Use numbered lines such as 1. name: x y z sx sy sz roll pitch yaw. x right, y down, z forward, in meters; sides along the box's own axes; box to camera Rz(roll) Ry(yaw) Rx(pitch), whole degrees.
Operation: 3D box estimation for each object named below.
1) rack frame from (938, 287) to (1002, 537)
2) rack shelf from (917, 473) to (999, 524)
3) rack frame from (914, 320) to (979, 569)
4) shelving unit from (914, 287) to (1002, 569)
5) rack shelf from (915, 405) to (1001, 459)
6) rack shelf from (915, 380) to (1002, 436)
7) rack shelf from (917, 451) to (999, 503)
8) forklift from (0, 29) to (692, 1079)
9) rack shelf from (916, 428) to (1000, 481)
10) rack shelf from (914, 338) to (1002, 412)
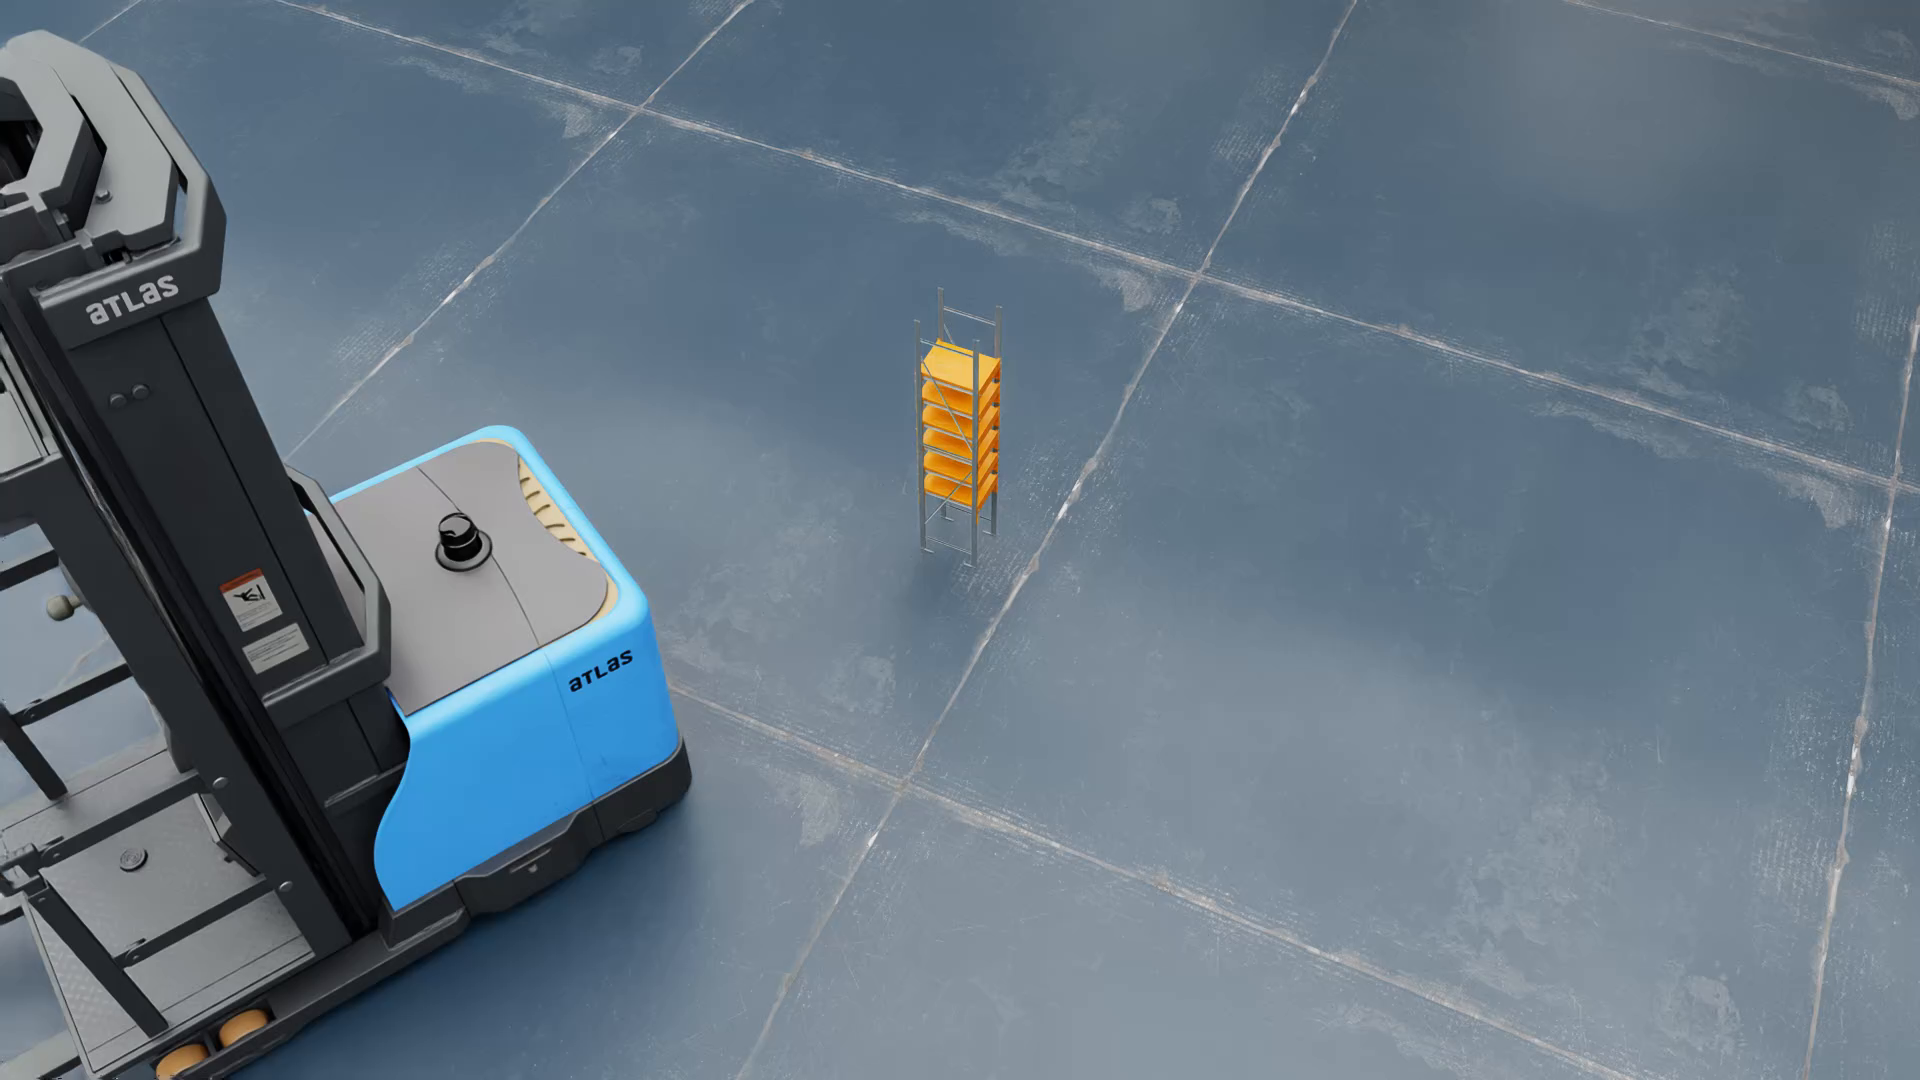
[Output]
1. rack frame: 0.033 -0.442 6.153 0.240 1.200 0.006 20 52 16
2. rack shelf: -0.006 -0.195 6.316 0.258 0.103 0.180 20 52 16
3. rack frame: -0.045 -0.316 6.046 0.240 1.200 0.006 20 52 16
4. shelving unit: -0.006 -0.379 6.100 0.258 1.200 0.189 20 52 16
5. rack shelf: -0.006 -0.428 6.042 0.258 0.103 0.180 20 52 16
6. rack shelf: -0.006 -0.506 5.951 0.258 0.103 0.180 20 52 16
7. rack shelf: -0.006 -0.272 6.225 0.258 0.103 0.180 20 52 16
8. forklift: -2.425 0.292 4.392 3.031 2.935 1.130 -29 55 -22
9. rack shelf: -0.006 -0.350 6.134 0.258 0.103 0.180 20 52 16
10. rack shelf: -0.006 -0.583 5.859 0.258 0.103 0.180 20 52 16
